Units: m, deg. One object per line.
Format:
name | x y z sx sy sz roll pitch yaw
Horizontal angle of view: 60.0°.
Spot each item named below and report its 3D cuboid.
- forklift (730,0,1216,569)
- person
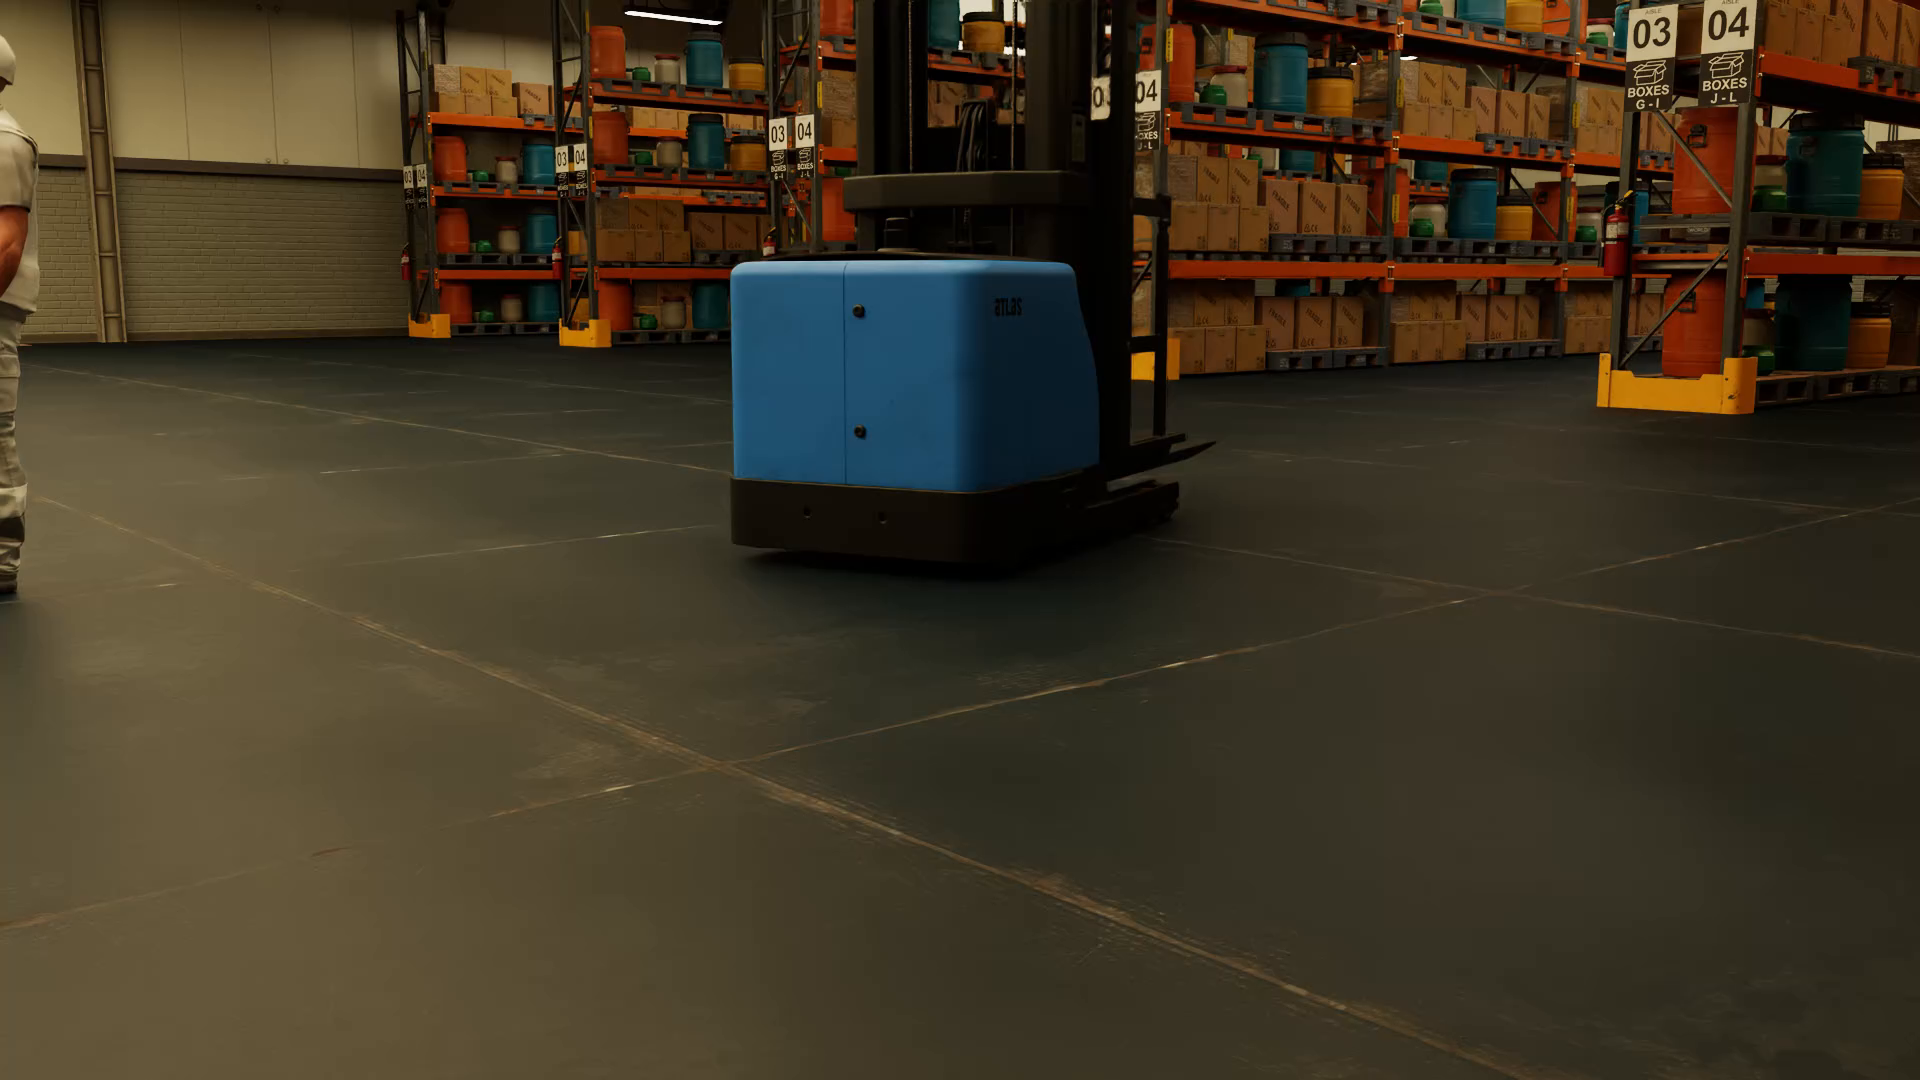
forklift | 0.286 -1.535 6.874 1.130 2.935 3.031 4 10 26
person | -3.204 -0.713 5.250 0.561 1.790 0.638 -8 12 -41
